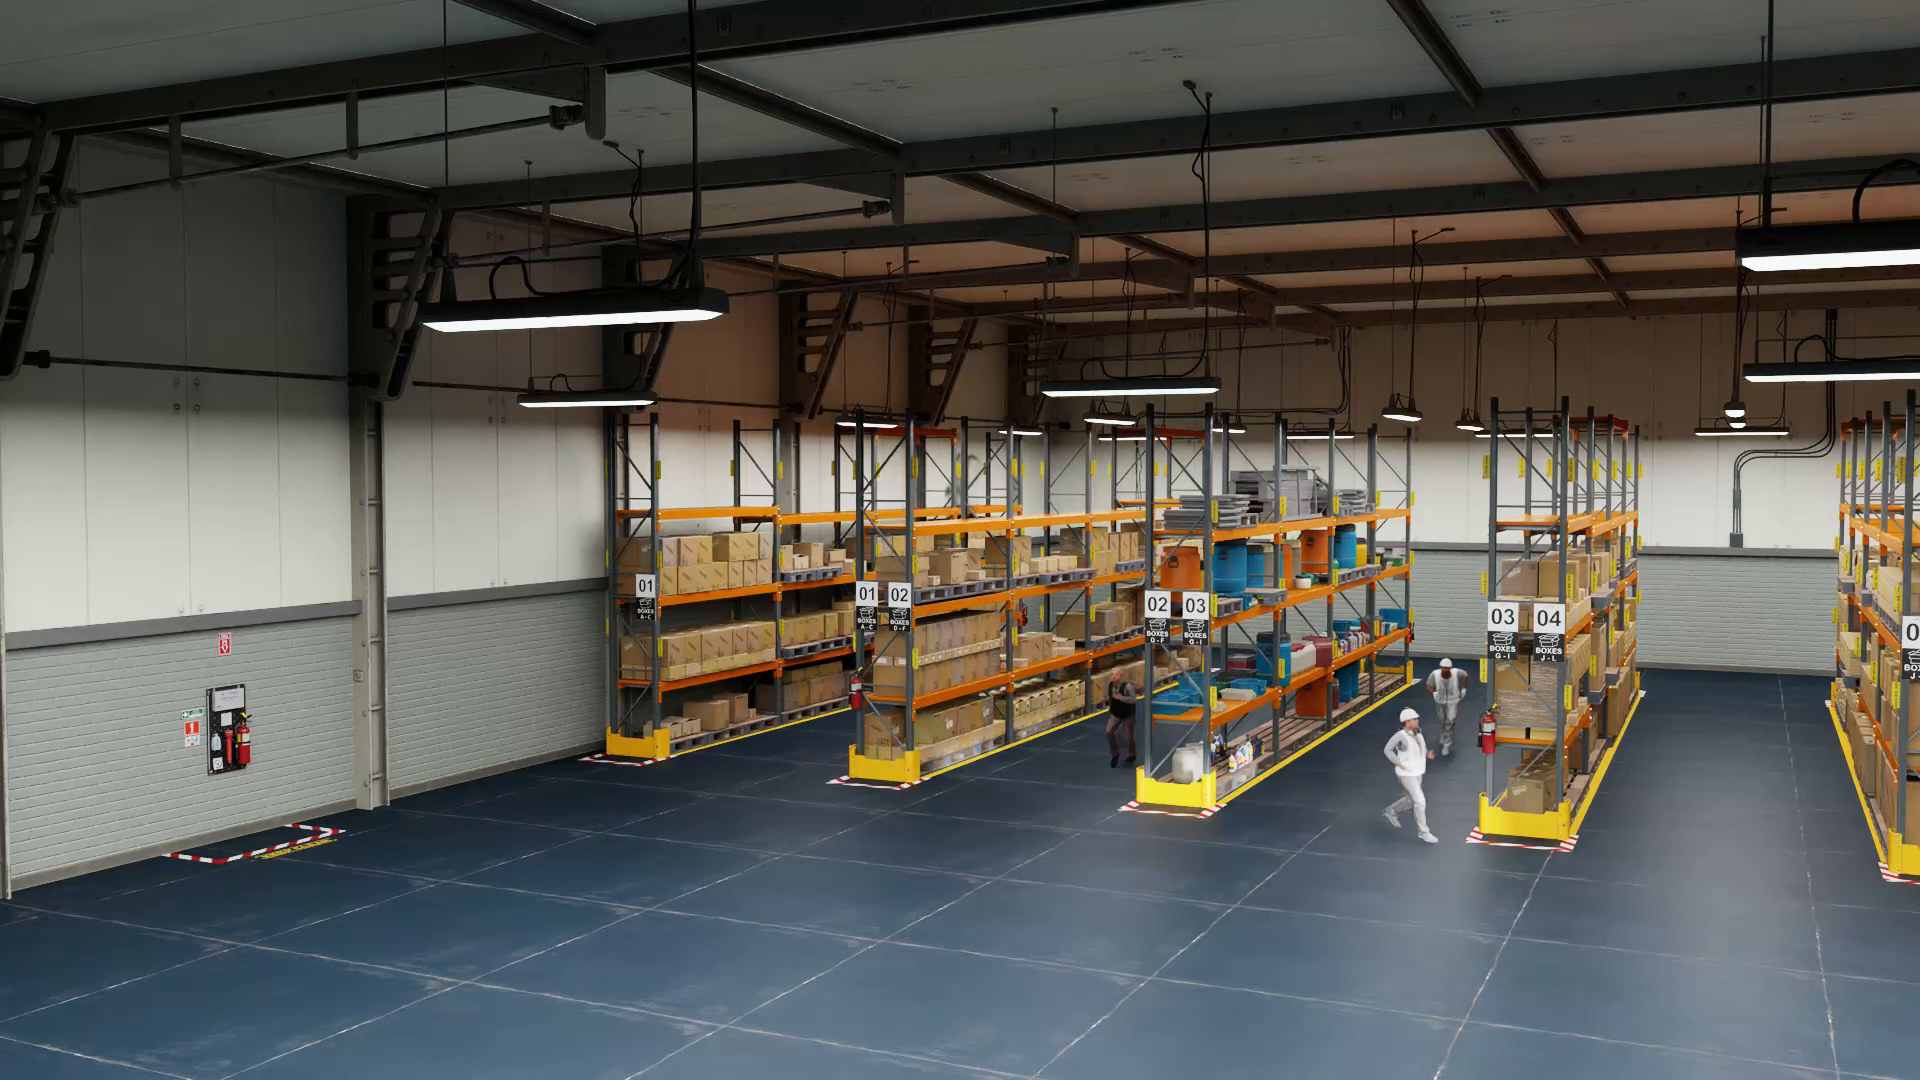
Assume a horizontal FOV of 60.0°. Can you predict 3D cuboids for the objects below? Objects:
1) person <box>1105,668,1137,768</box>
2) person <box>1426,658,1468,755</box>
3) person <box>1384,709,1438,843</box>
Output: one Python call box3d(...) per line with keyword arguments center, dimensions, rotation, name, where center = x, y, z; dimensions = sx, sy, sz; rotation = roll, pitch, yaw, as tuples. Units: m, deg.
box3d(center=(2.729, 2.980, 27.958), dimensions=(0.646, 1.686, 0.921), rotation=(1, 3, 30), name="person")
box3d(center=(8.669, 2.930, 29.614), dimensions=(0.728, 1.730, 1.055), rotation=(1, 2, 15), name="person")
box3d(center=(6.069, 3.172, 22.571), dimensions=(0.671, 1.783, 0.876), rotation=(-2, 3, -45), name="person")
